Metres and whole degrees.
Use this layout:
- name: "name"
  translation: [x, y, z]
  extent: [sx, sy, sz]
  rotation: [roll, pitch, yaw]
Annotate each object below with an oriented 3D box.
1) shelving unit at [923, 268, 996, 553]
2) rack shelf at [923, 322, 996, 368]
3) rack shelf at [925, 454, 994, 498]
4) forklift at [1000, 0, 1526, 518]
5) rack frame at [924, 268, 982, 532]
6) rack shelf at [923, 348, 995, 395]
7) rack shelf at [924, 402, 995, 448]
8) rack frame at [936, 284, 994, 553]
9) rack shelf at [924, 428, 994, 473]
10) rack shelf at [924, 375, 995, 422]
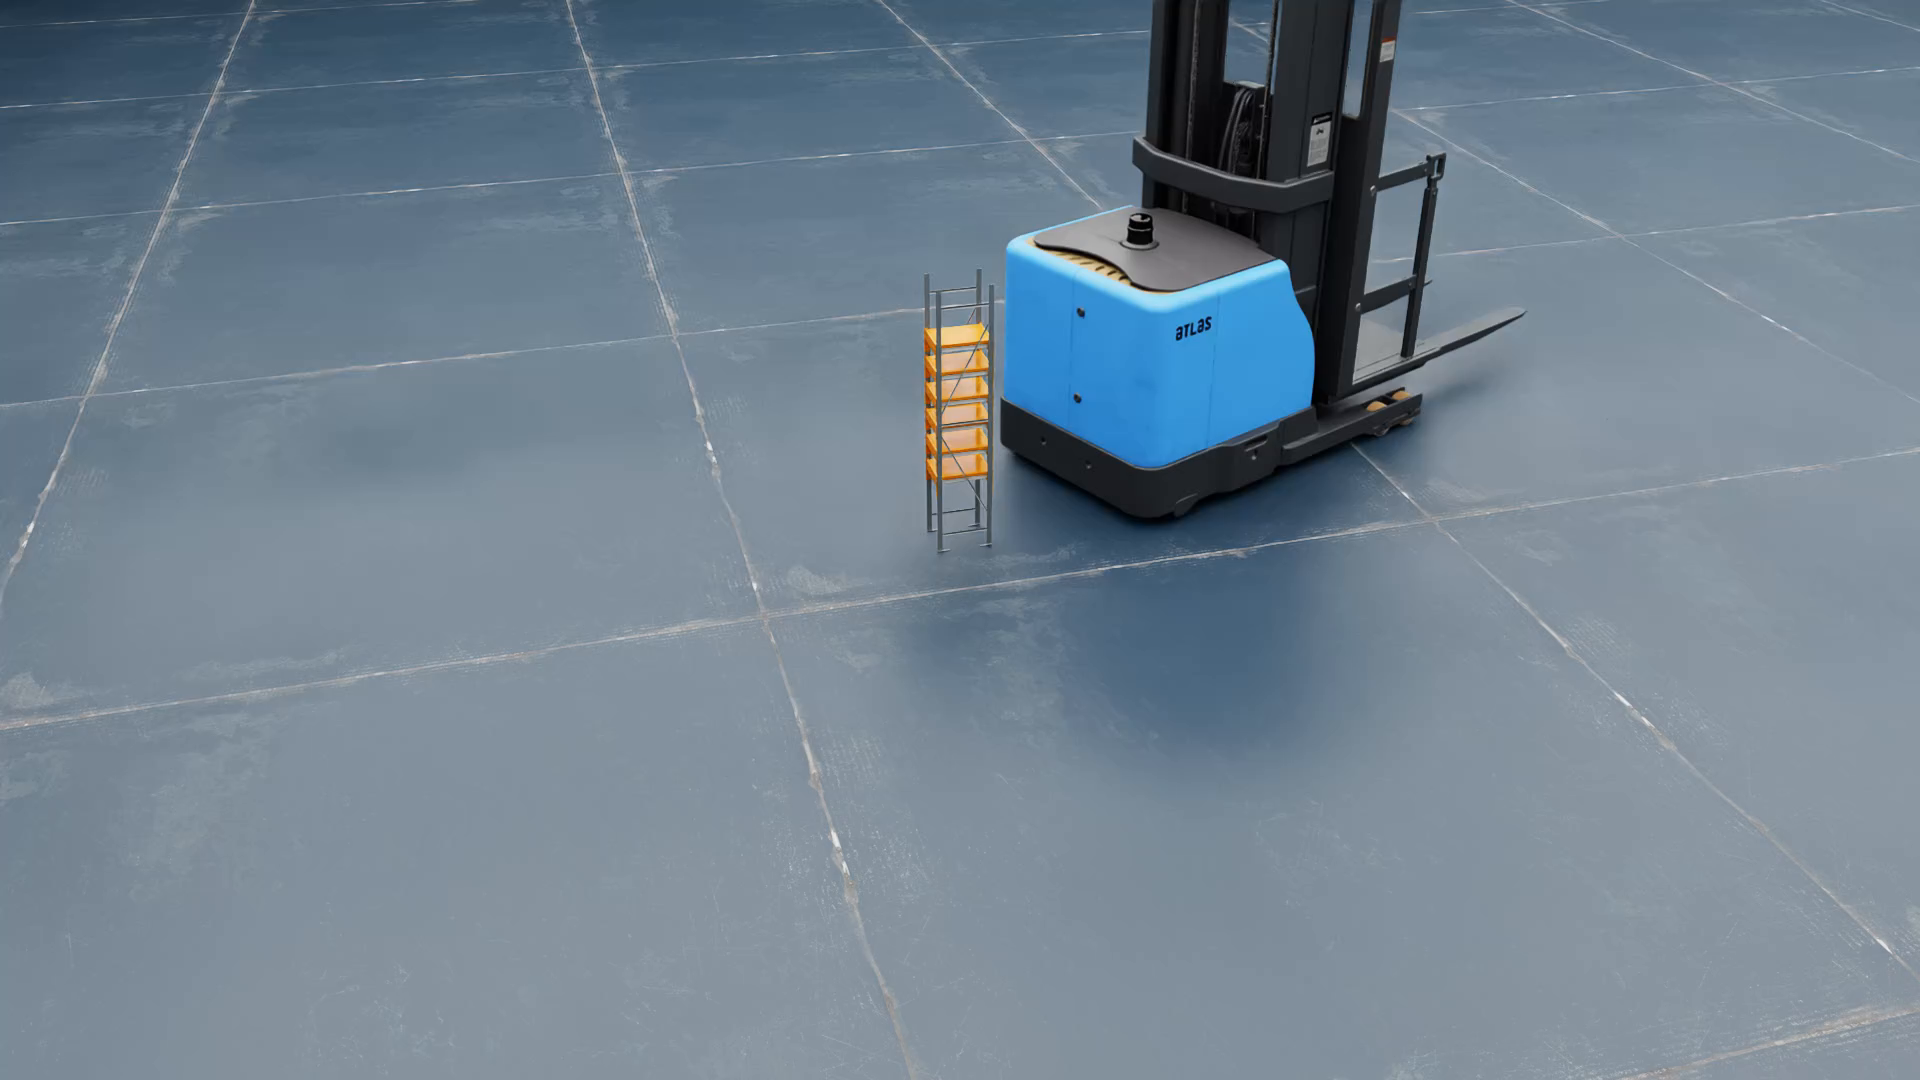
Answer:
- name: "shelving unit"
  translation: [-0.004, -0.526, 6.962]
  extent: [0.258, 1.200, 0.189]
  rotation: [-8, 31, -13]
- name: "rack shelf"
  translation: [-0.004, -0.799, 6.803]
  extent: [0.258, 0.103, 0.180]
  rotation: [-8, 31, -13]
- name: "rack shelf"
  translation: [-0.004, -0.280, 7.104]
  extent: [0.258, 0.103, 0.180]
  rotation: [-8, 31, -13]
- name: "forklift"
  translation: [1.655, -1.960, 7.711]
  extent: [3.031, 2.935, 1.130]
  rotation: [-22, 37, -33]
- name: "rack frame"
  translation: [-0.028, -0.570, 7.038]
  extent: [0.240, 1.200, 0.006]
  rotation: [-8, 31, -13]
- name: "rack shelf"
  translation: [-0.004, -0.696, 6.864]
  extent: [0.258, 0.103, 0.180]
  rotation: [-8, 31, -13]
- name: "rack shelf"
  translation: [-0.004, -0.488, 6.984]
  extent: [0.258, 0.103, 0.180]
  rotation: [-8, 31, -13]
- name: "rack frame"
  translation: [0.020, -0.482, 6.885]
  extent: [0.240, 1.200, 0.006]
  rotation: [-8, 31, -13]
- name: "rack shelf"
  translation: [-0.004, -0.384, 7.044]
  extent: [0.258, 0.103, 0.180]
  rotation: [-8, 31, -13]
- name: "rack shelf"
  translation: [-0.004, -0.592, 6.924]
  extent: [0.258, 0.103, 0.180]
  rotation: [-8, 31, -13]
